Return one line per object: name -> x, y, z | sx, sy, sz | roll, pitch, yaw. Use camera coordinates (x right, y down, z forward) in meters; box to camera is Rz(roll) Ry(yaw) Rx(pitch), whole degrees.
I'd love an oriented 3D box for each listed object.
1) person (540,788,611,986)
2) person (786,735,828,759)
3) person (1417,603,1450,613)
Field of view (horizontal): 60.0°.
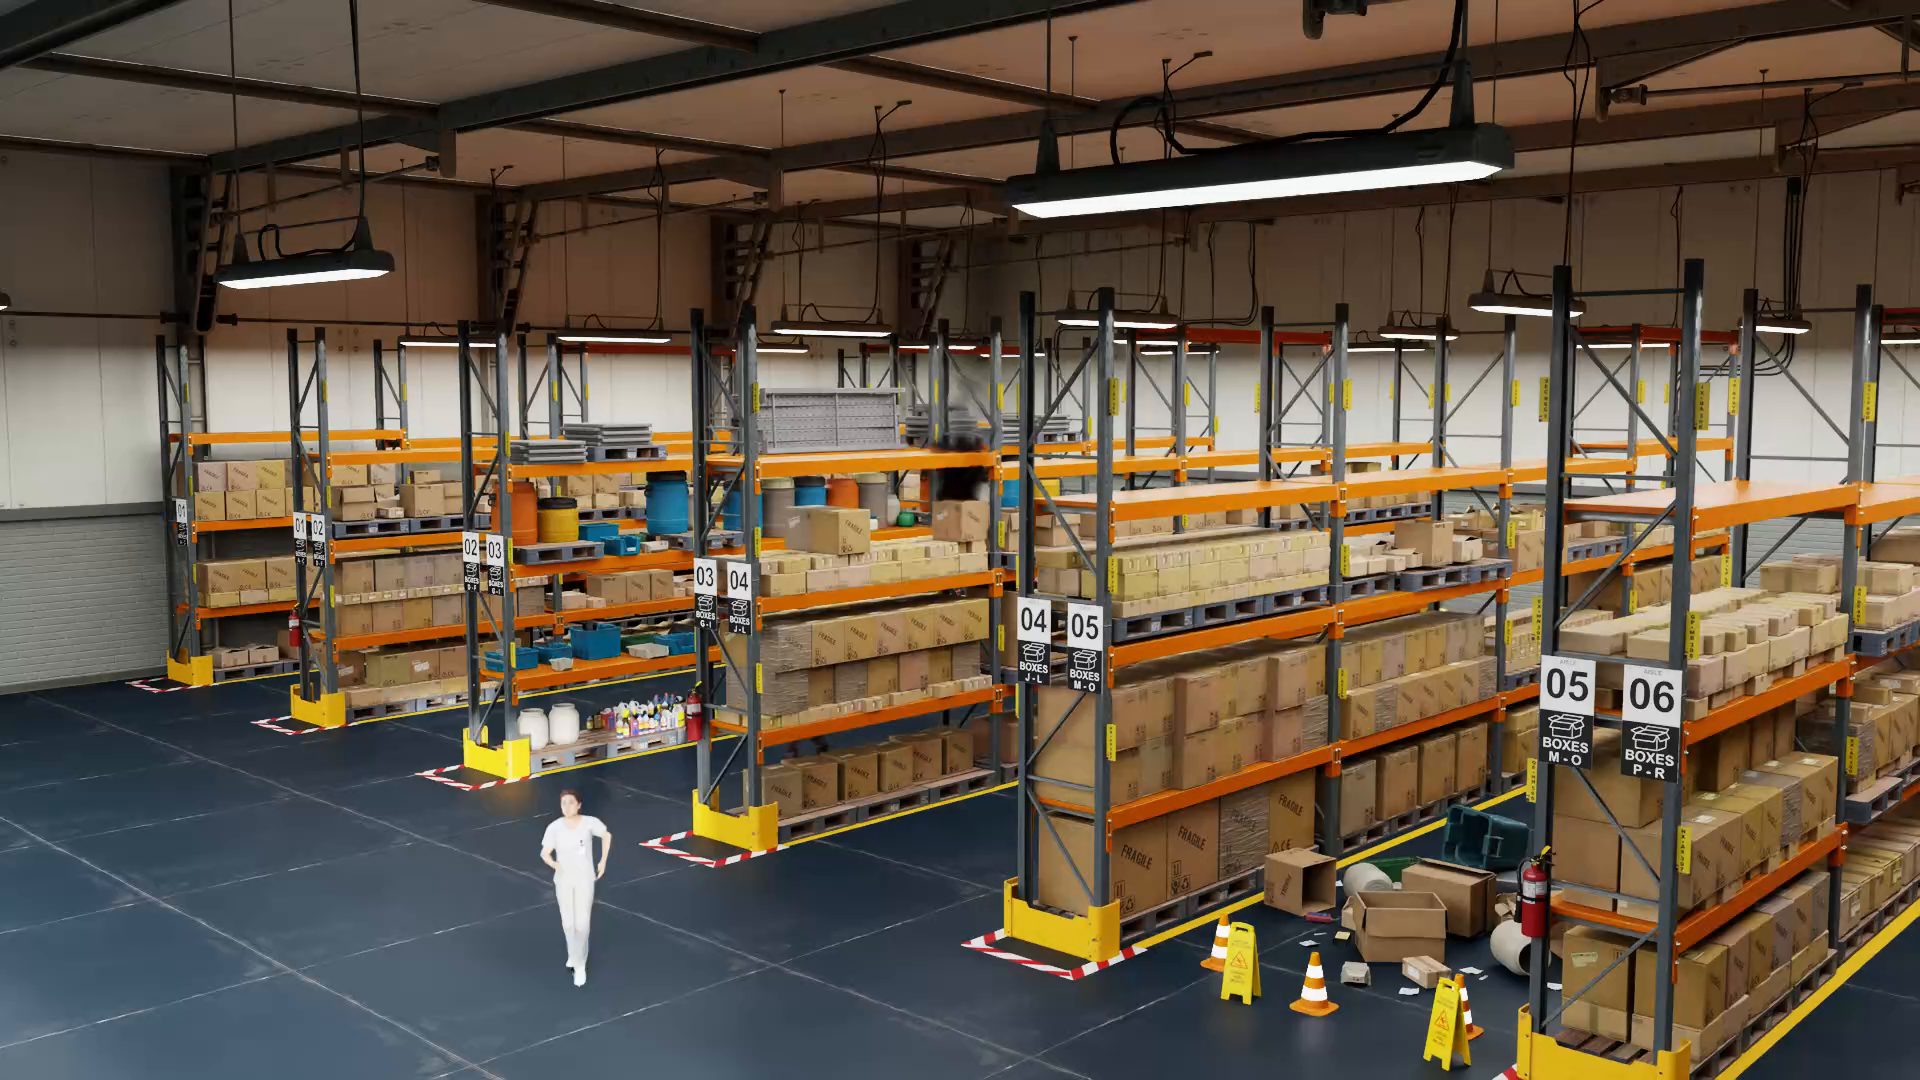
person -> -3.345, 2.993, 14.458 | 0.569, 1.684, 0.692 | 0, 5, -3
person -> -2.085, 2.207, 22.488 | 0.675, 1.771, 0.774 | 5, 7, 41
person -> 7.730, 1.737, 27.283 | 0.685, 1.770, 0.695 | 5, 7, 43
